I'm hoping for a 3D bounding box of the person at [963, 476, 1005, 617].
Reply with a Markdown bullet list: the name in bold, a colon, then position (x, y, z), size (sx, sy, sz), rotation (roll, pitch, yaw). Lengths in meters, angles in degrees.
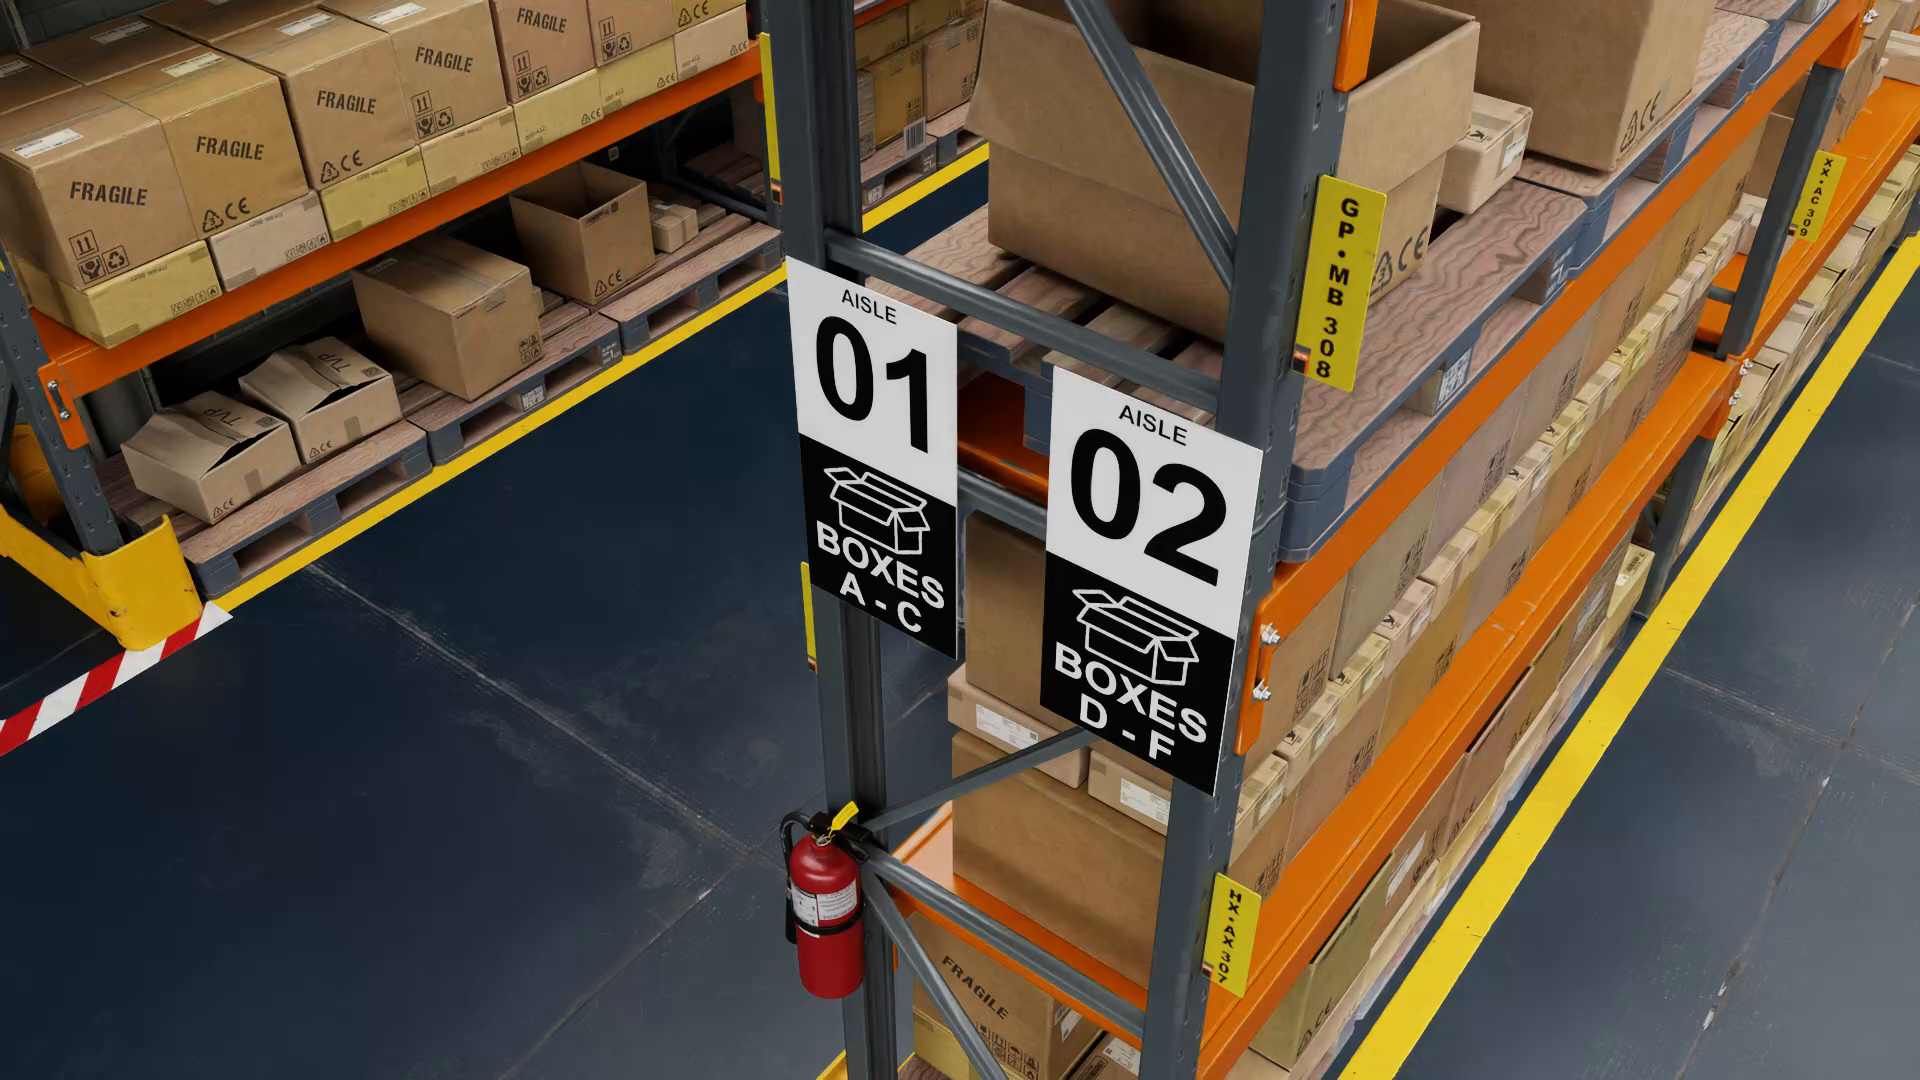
- **person**: position (0.280, -0.274, 6.459), size (0.553, 1.655, 0.418), rotation (17, 42, 20)
